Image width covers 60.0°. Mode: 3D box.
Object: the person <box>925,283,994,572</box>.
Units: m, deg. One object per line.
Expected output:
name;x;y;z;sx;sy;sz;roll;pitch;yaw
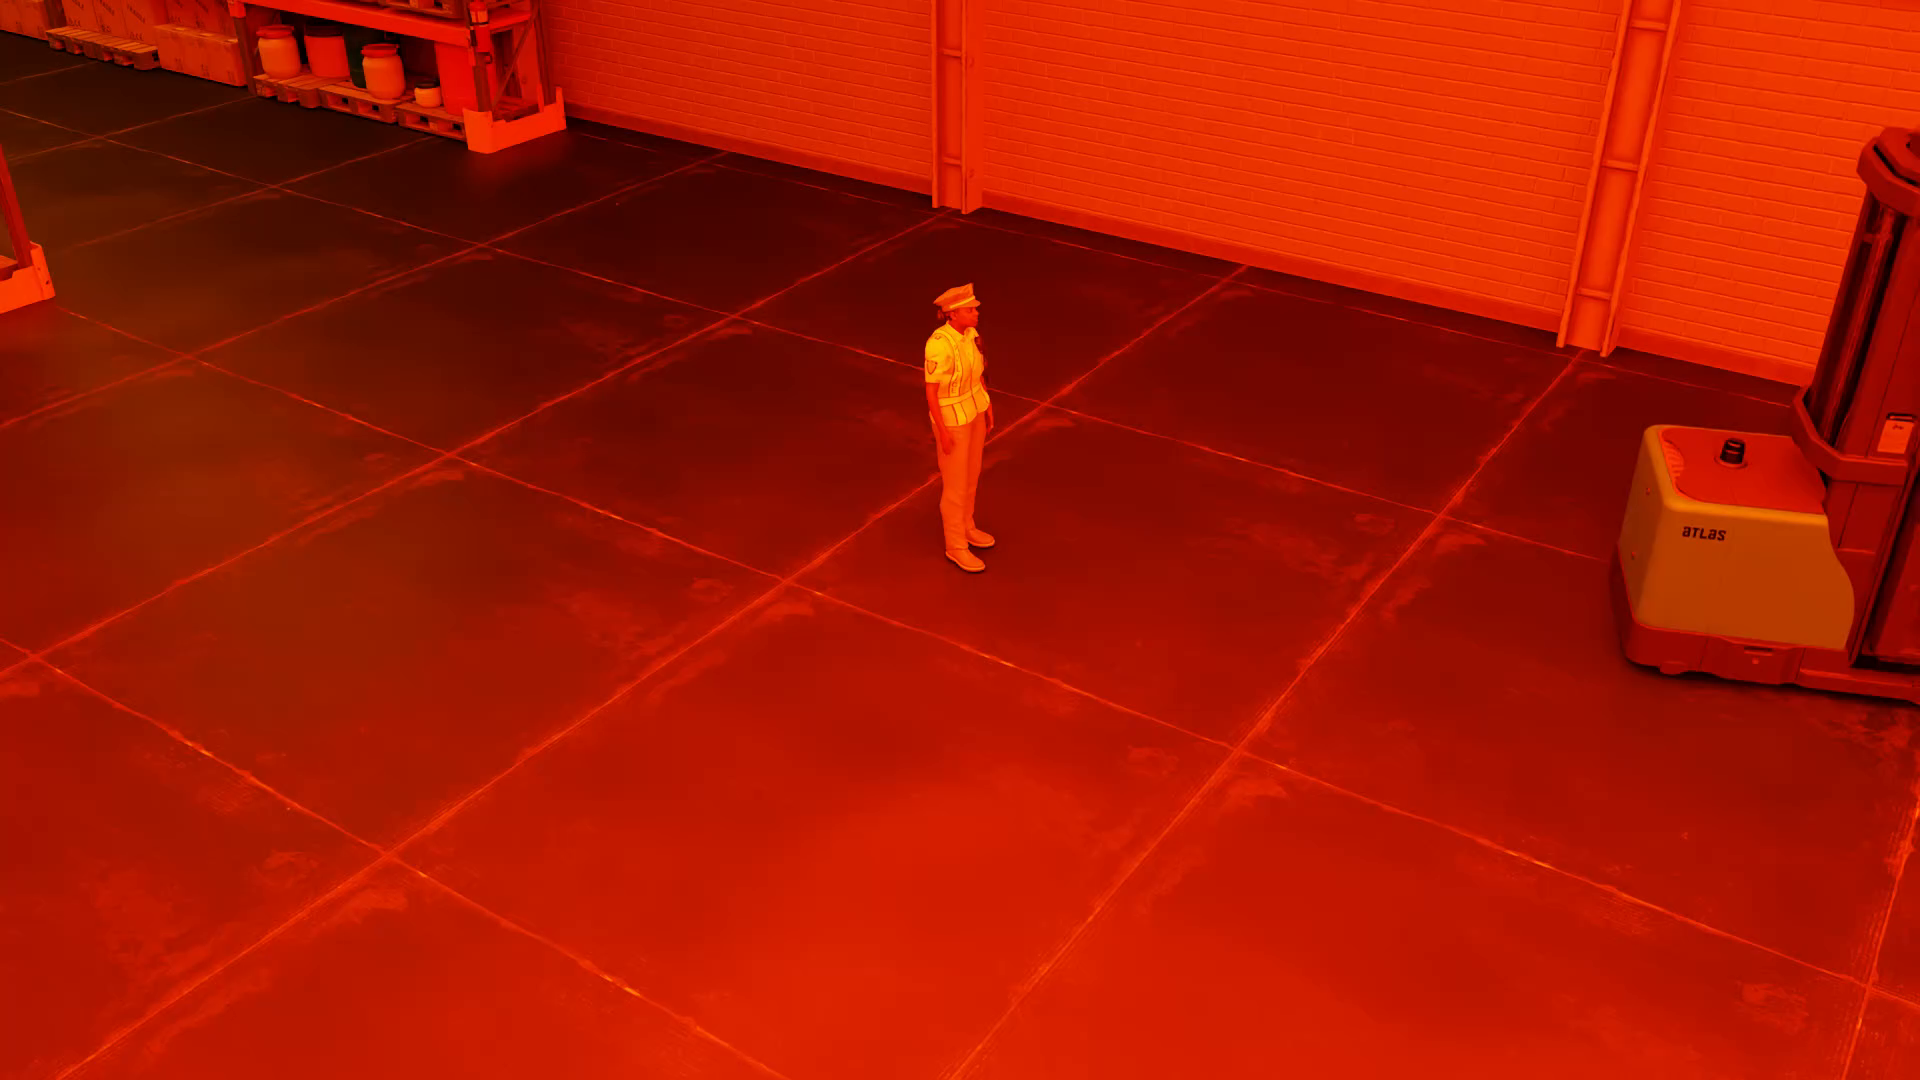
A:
person;0.051;-0.710;10.020;0.530;1.695;0.569;19;35;29

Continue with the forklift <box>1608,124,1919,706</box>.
forklift;5.273;-0.610;8.632;3.031;2.935;1.130;7;31;11
